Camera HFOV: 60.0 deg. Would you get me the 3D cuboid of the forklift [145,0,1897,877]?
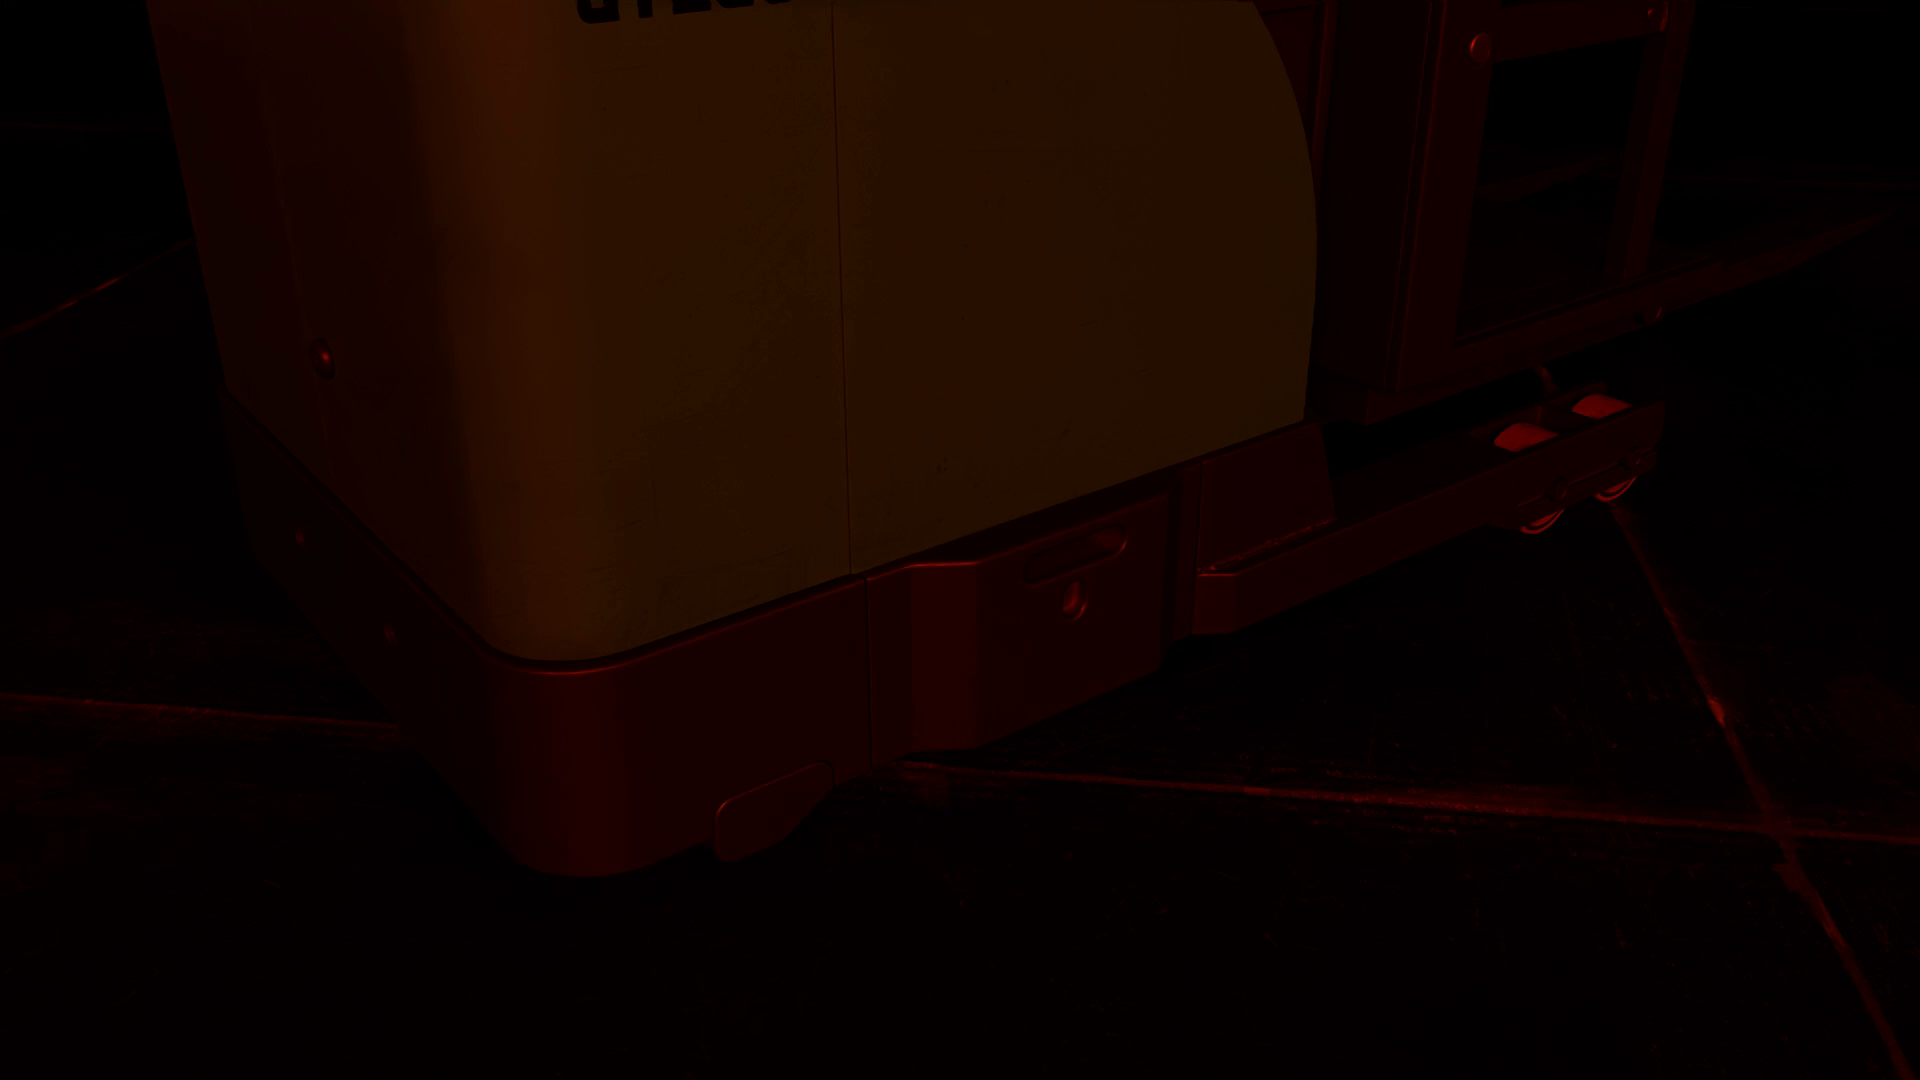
[{"bbox_3d":[0.482,-1.488,2.199,3.031,2.935,1.130,-19,32,-33],"label":"forklift"}]
